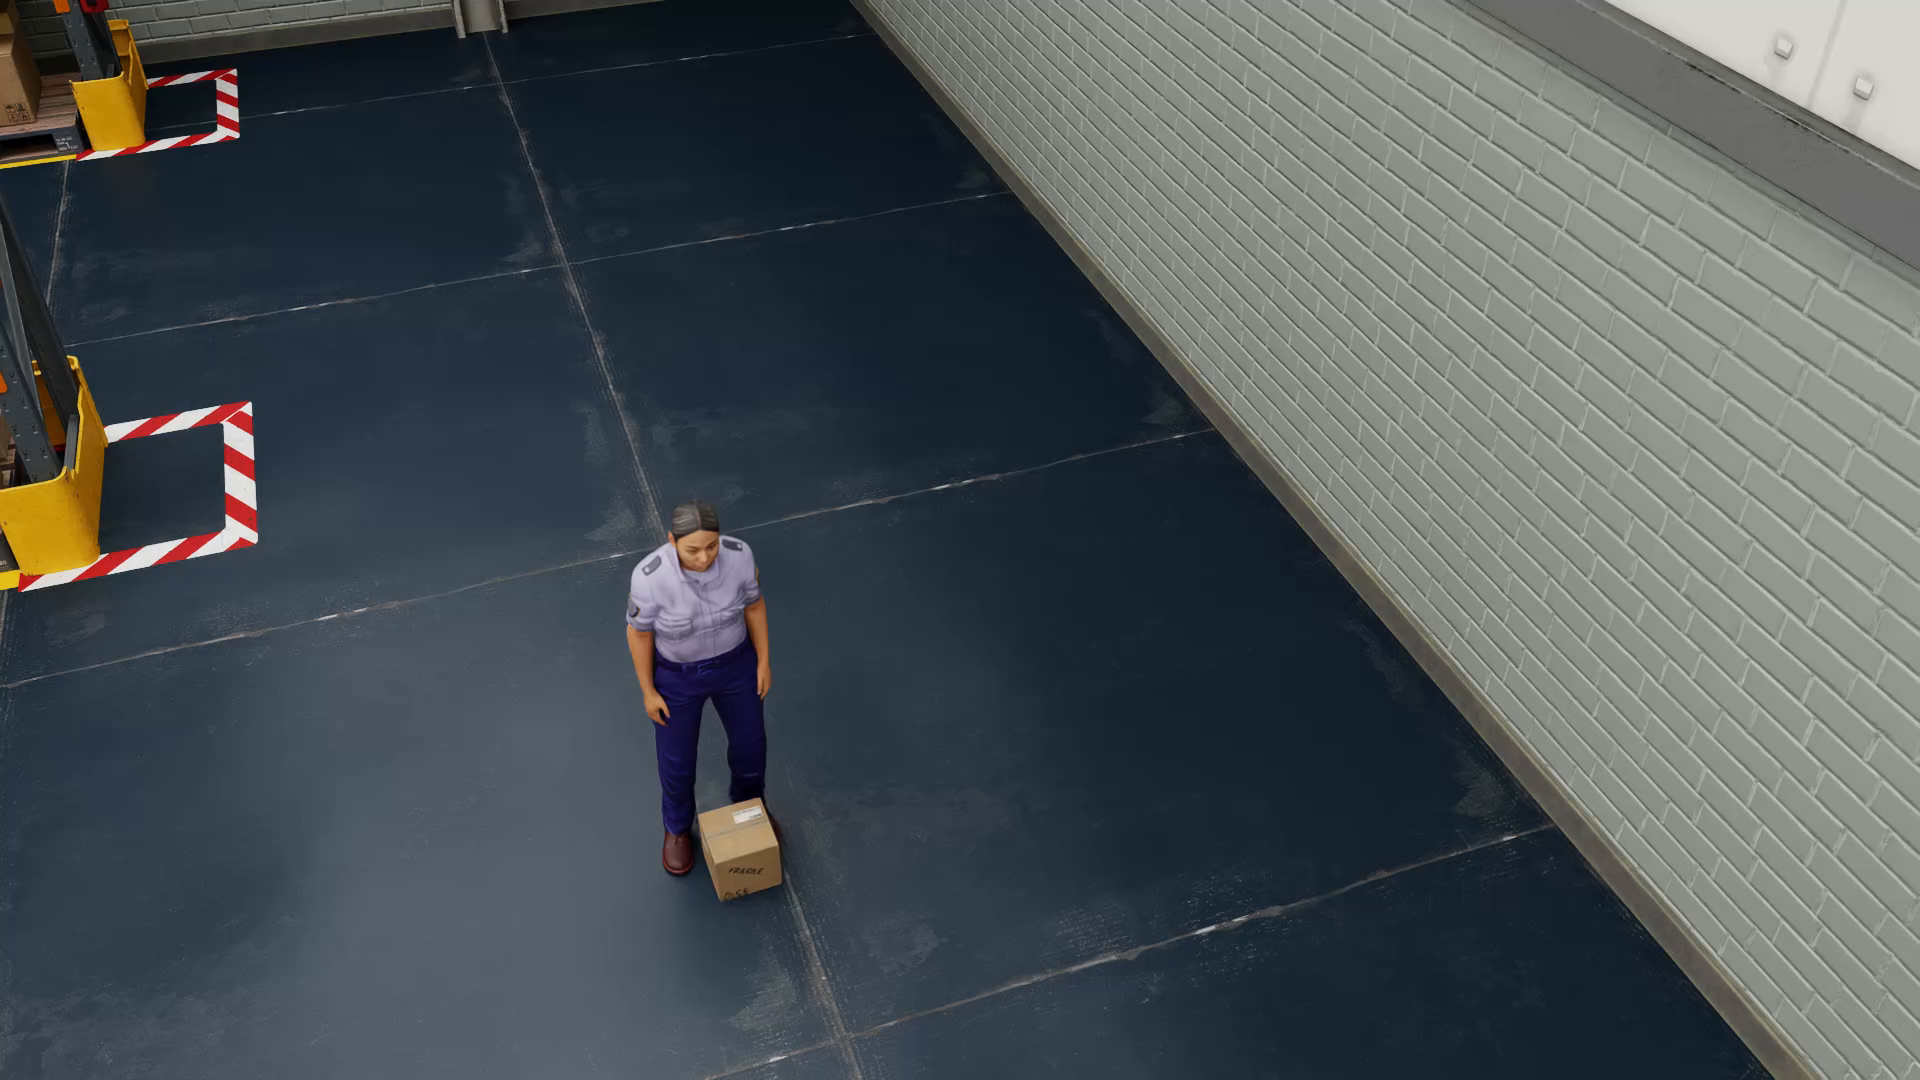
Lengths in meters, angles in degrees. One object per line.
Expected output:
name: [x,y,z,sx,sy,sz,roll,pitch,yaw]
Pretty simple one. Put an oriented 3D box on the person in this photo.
person: [-0.949,0.503,6.144,0.537,1.652,0.369,-14,40,-17]
